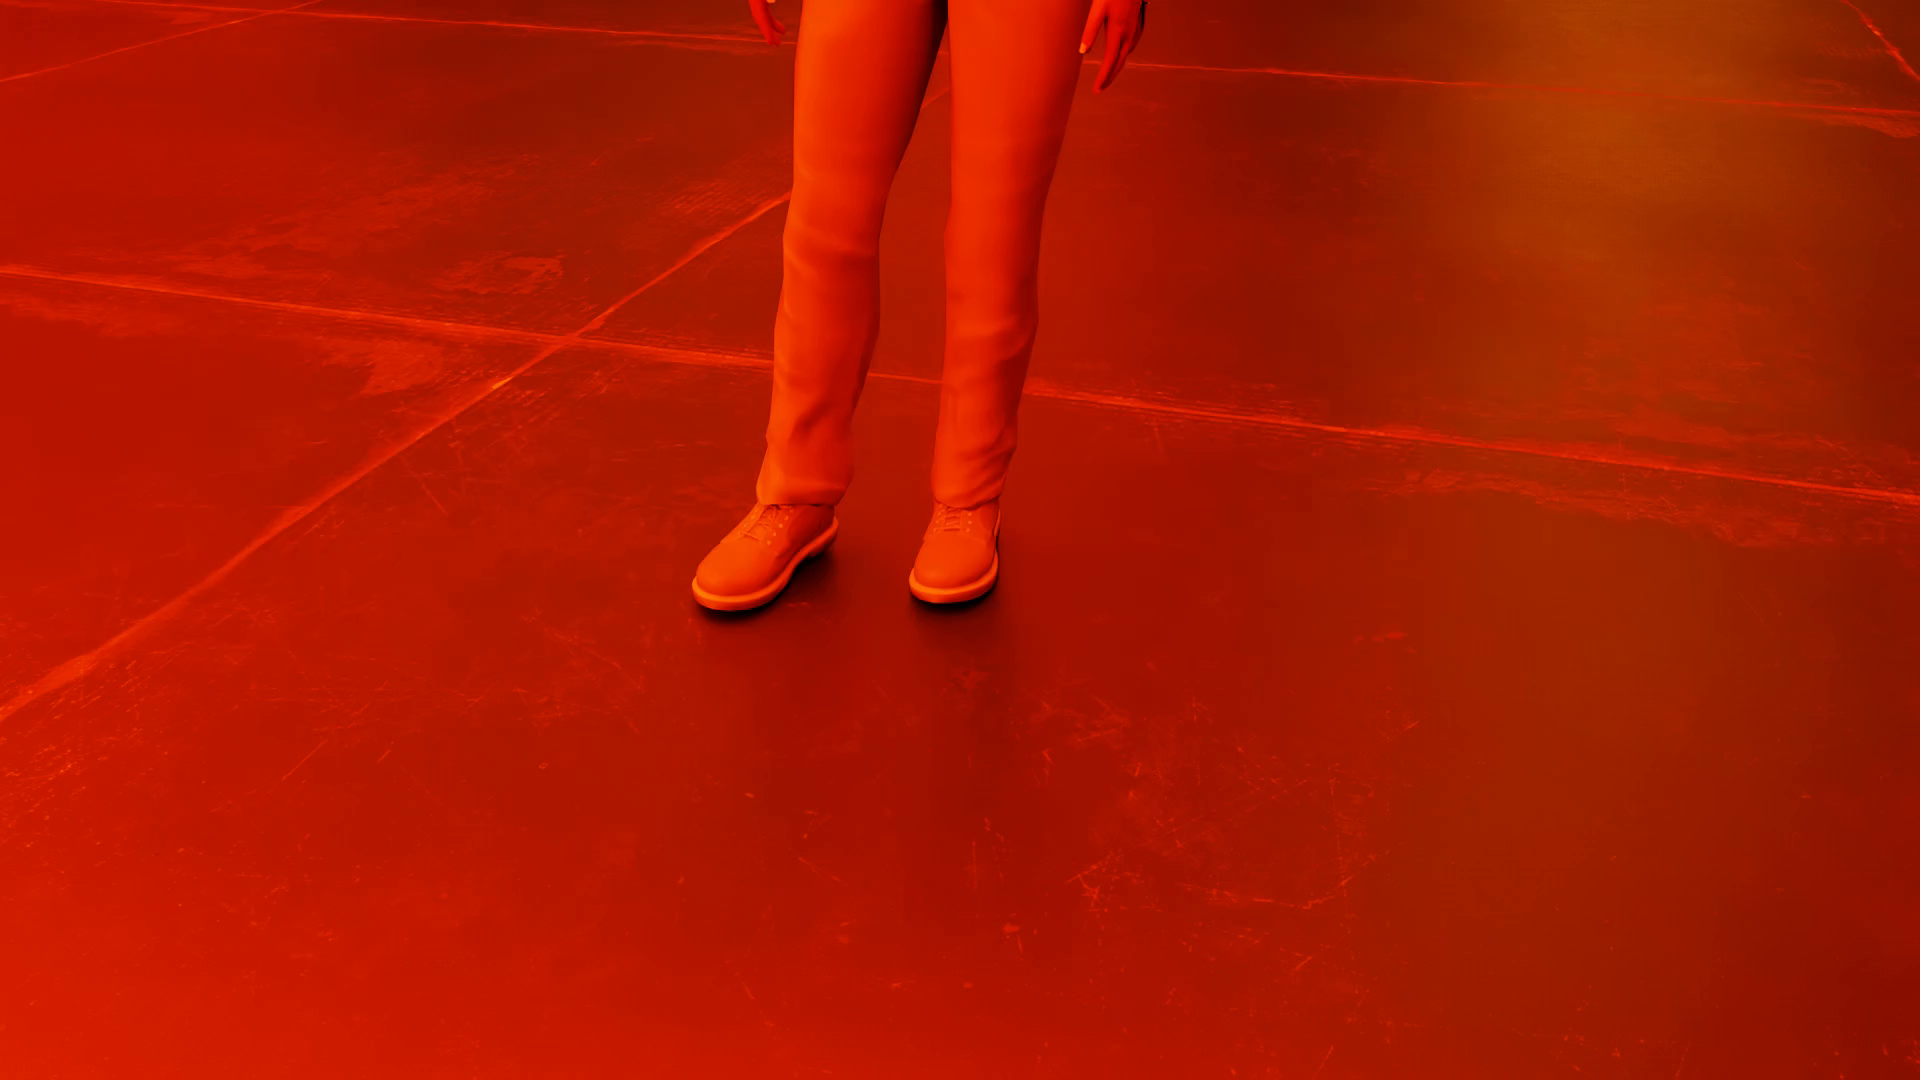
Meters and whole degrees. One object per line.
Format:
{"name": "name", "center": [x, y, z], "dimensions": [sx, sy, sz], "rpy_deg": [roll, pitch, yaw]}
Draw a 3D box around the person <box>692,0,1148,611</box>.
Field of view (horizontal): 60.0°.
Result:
{"name": "person", "center": [-0.042, -0.731, 2.052], "dimensions": [0.570, 1.697, 0.526], "rpy_deg": [8, 28, 16]}
